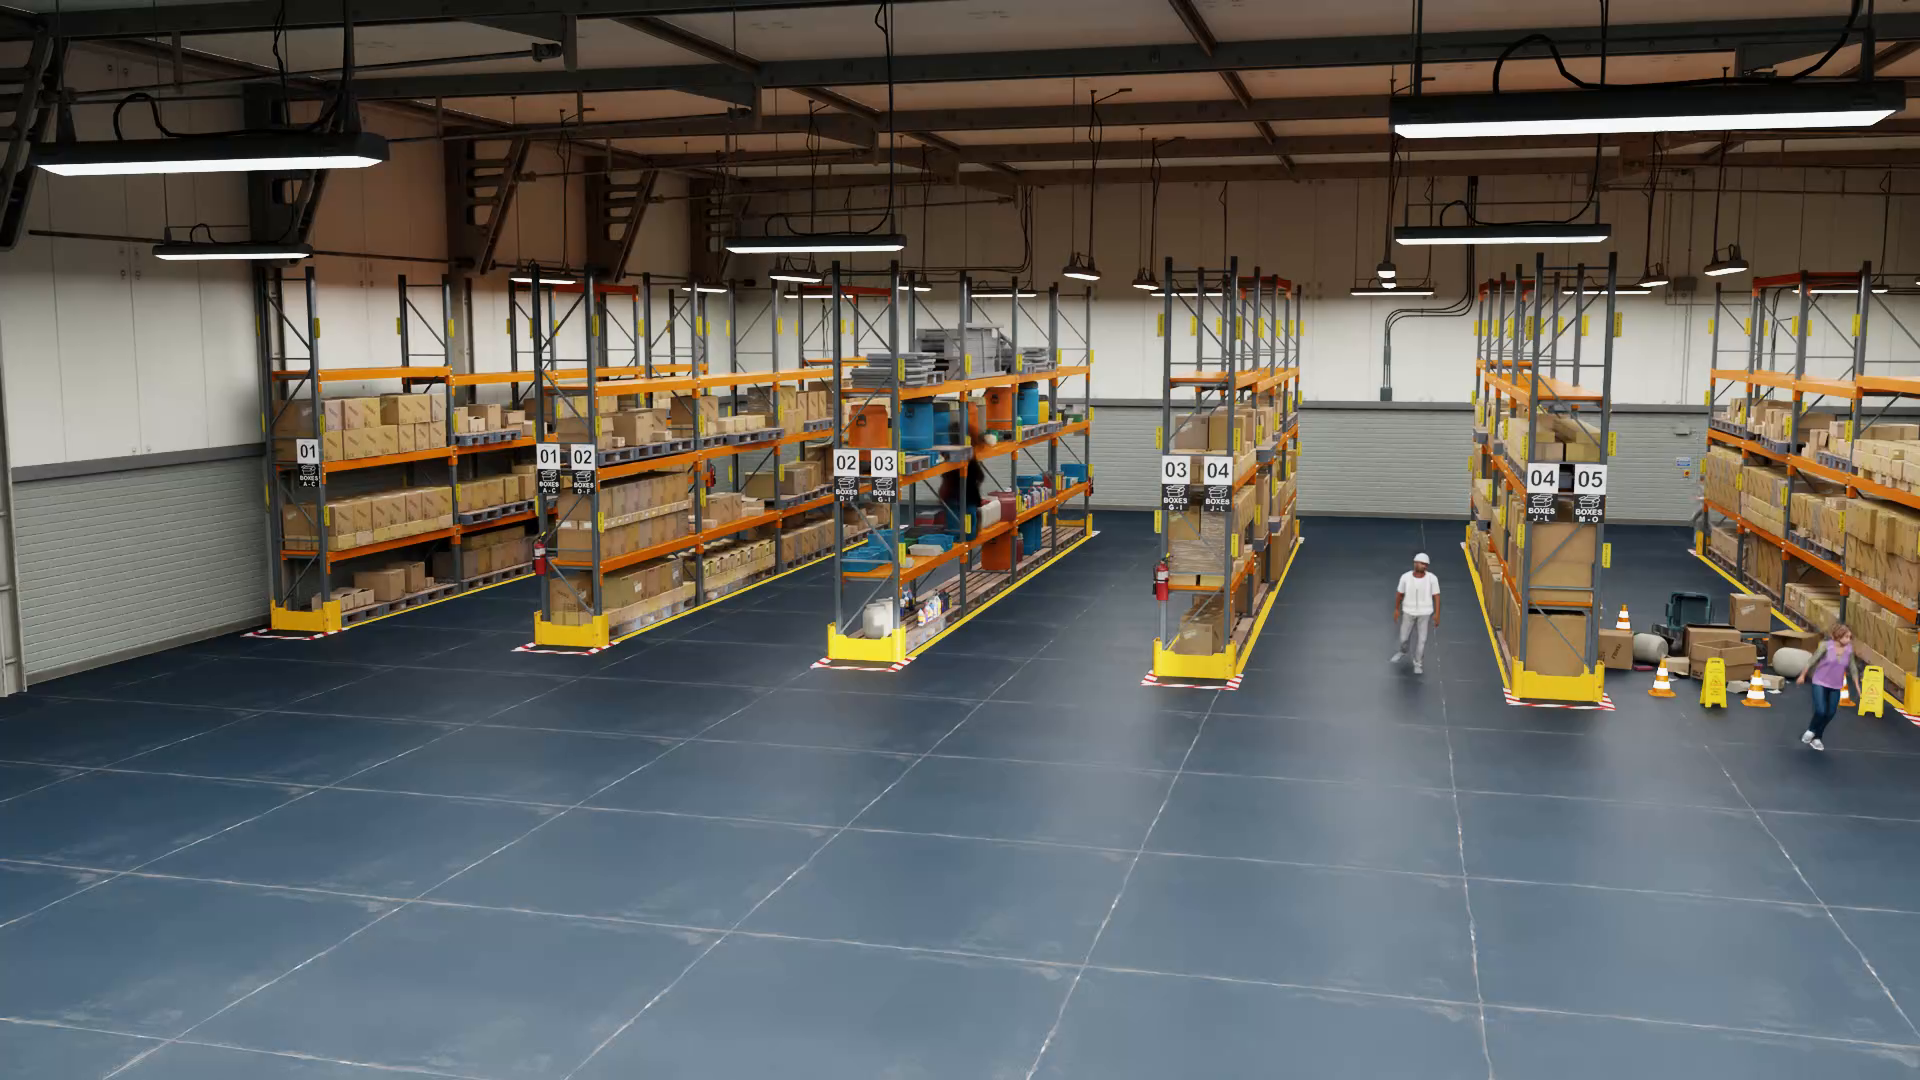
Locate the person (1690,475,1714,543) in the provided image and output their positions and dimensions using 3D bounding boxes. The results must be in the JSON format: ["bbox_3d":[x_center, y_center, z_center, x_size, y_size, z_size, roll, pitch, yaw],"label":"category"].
[{"bbox_3d":[17.399,-0.716,38.866,0.691,1.631,0.521,1,7,8],"label":"person"}]

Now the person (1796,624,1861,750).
[{"bbox_3d":[10.328,1.753,19.735,0.548,1.556,0.596,0,7,0],"label":"person"}]

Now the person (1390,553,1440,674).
[{"bbox_3d":[6.650,1.054,24.259,0.691,1.754,0.549,2,8,18],"label":"person"}]

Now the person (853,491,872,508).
[{"bbox_3d":[-2.483,-1.396,43.558,0.848,1.822,0.681,5,9,32],"label":"person"}]
